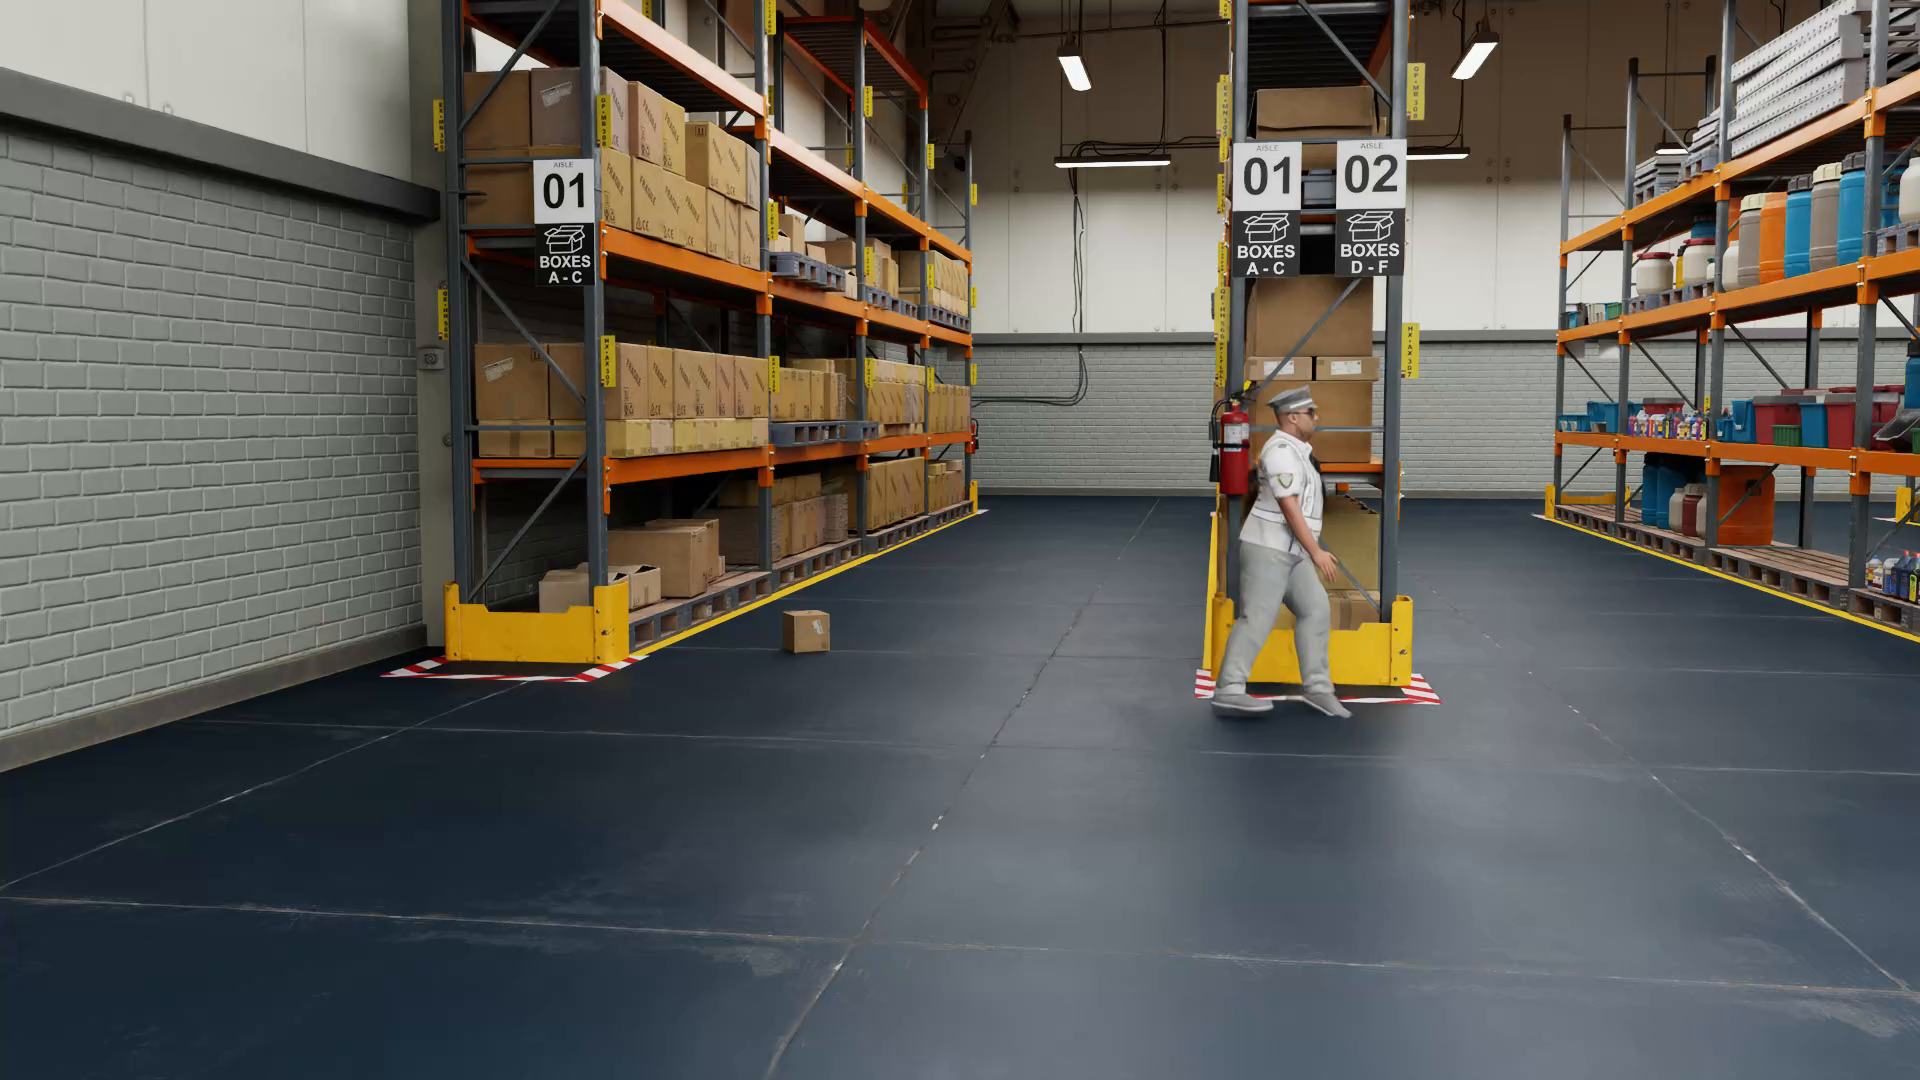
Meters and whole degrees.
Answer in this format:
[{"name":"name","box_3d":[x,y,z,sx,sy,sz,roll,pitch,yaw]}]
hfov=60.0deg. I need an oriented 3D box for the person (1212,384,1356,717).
[{"name":"person","box_3d":[1.737,0.086,8.809,0.740,1.806,0.574,2,5,22]}]
